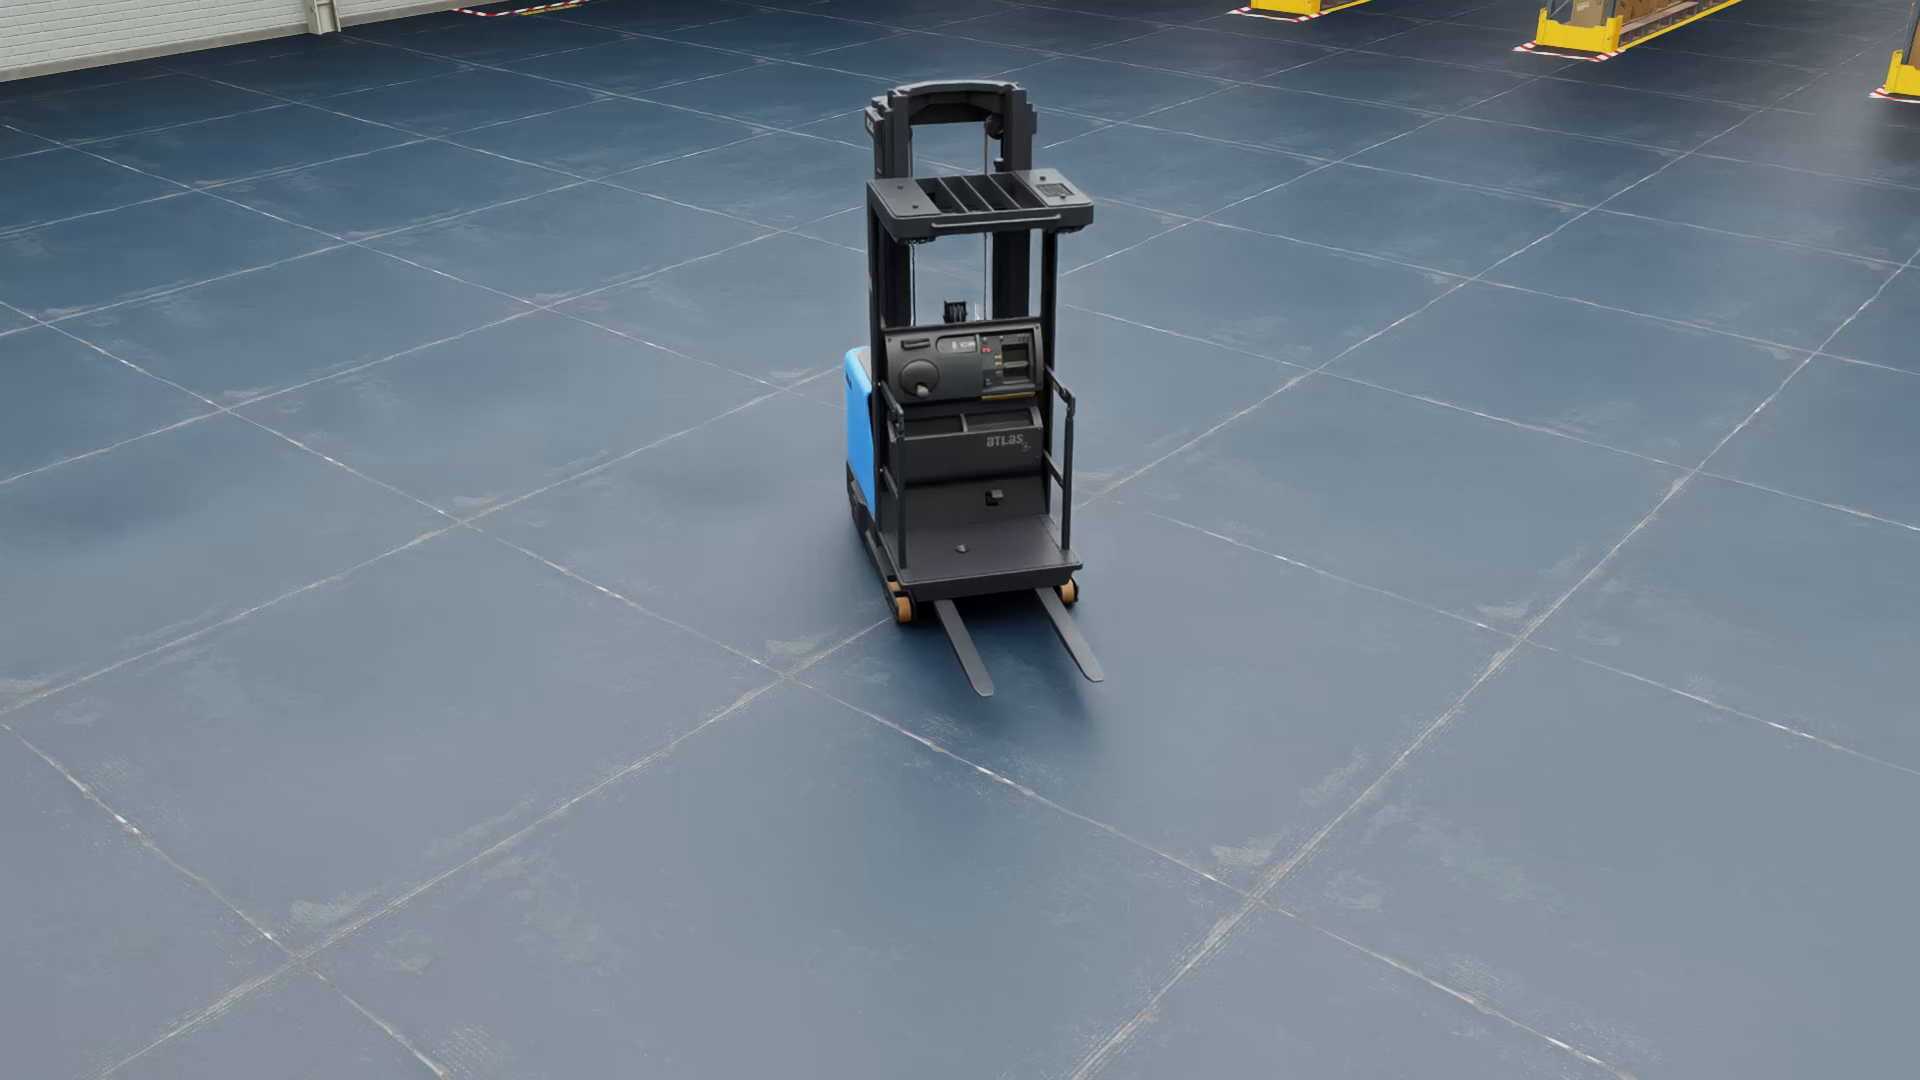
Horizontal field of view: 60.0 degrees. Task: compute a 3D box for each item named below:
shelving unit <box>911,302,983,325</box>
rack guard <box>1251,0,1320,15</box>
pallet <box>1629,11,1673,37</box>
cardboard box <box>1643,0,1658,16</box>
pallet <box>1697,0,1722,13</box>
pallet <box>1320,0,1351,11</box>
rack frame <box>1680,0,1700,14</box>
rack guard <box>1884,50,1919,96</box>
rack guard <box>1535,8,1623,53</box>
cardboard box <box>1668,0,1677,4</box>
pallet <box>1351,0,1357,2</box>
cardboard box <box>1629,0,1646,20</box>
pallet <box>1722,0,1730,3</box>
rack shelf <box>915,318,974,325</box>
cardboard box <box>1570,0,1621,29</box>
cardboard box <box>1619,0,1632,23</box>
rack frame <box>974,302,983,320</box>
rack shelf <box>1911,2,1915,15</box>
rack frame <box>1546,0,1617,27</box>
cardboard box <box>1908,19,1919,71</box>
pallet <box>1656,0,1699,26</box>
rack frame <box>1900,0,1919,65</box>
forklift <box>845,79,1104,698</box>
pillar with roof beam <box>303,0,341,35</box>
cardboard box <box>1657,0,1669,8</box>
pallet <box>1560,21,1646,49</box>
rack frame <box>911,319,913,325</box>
[{"bbox_3d":[-0.105,-0.994,11.366,0.503,1.200,0.258,-6,28,-12],"label":"shelving unit"},{"bbox_3d":[5.472,-9.157,27.906,1.175,0.500,0.348,21,34,34],"label":"rack guard"},{"bbox_3d":[10.651,-8.275,26.517,1.003,0.211,1.213,21,34,34],"label":"pallet"},{"bbox_3d":[10.848,-8.695,26.556,0.500,0.500,0.500,17,32,30],"label":"cardboard box"},{"bbox_3d":[12.320,-9.235,28.371,1.003,0.211,1.213,21,34,34],"label":"pallet"},{"bbox_3d":[5.993,-9.315,28.526,1.003,0.211,1.213,21,34,34],"label":"pallet"},{"bbox_3d":[11.826,-10.197,27.196,1.000,3.000,0.127,21,34,34],"label":"rack frame"},{"bbox_3d":[13.030,-6.174,22.141,1.175,0.500,0.348,21,34,34],"label":"rack guard"},{"bbox_3d":[9.330,-7.695,25.081,1.175,0.500,0.348,21,34,34],"label":"rack guard"},{"bbox_3d":[11.541,-9.143,27.422,0.500,0.500,0.500,20,33,33],"label":"cardboard box"},{"bbox_3d":[6.769,-9.745,29.358,1.003,0.211,1.213,21,34,34],"label":"pallet"},{"bbox_3d":[10.459,-8.510,26.199,0.500,0.500,0.500,25,36,39],"label":"cardboard box"},{"bbox_3d":[13.096,-9.669,29.211,1.003,0.211,1.213,21,34,34],"label":"pallet"},{"bbox_3d":[-0.105,-1.364,11.175,0.480,0.148,0.258,-6,28,-12],"label":"rack shelf"},{"bbox_3d":[9.692,-8.071,25.351,0.500,0.500,0.500,-21,34,-35],"label":"cardboard box"},{"bbox_3d":[10.046,-8.293,25.780,0.500,0.500,0.500,-18,32,-31],"label":"cardboard box"},{"bbox_3d":[0.132,-1.021,11.417,0.015,1.200,0.240,-6,28,-12],"label":"rack frame"},{"bbox_3d":[14.317,-7.683,23.119,1.077,0.370,4.000,21,34,34],"label":"rack shelf"},{"bbox_3d":[9.282,-8.779,24.455,1.000,3.000,0.127,21,34,34],"label":"rack frame"},{"bbox_3d":[13.425,-6.796,22.477,0.875,0.875,0.875,21,34,35],"label":"cardboard box"},{"bbox_3d":[11.426,-8.710,27.357,1.003,0.211,1.213,21,34,34],"label":"pallet"},{"bbox_3d":[13.045,-7.293,21.583,1.000,3.000,0.127,21,34,34],"label":"rack frame"},{"bbox_3d":[0.081,-0.997,9.488,1.130,2.935,3.031,-6,28,-12],"label":"forklift"},{"bbox_3d":[-6.718,-10.774,21.784,9.100,9.000,0.400,21,34,34],"label":"pillar with roof beam"},{"bbox_3d":[11.183,-8.938,27.026,0.500,0.500,0.500,-16,31,-28],"label":"cardboard box"},{"bbox_3d":[9.874,-7.845,25.684,1.003,0.211,1.213,21,34,34],"label":"pallet"},{"bbox_3d":[-0.342,-0.968,11.314,0.015,1.200,0.240,-6,28,-12],"label":"rack frame"}]
